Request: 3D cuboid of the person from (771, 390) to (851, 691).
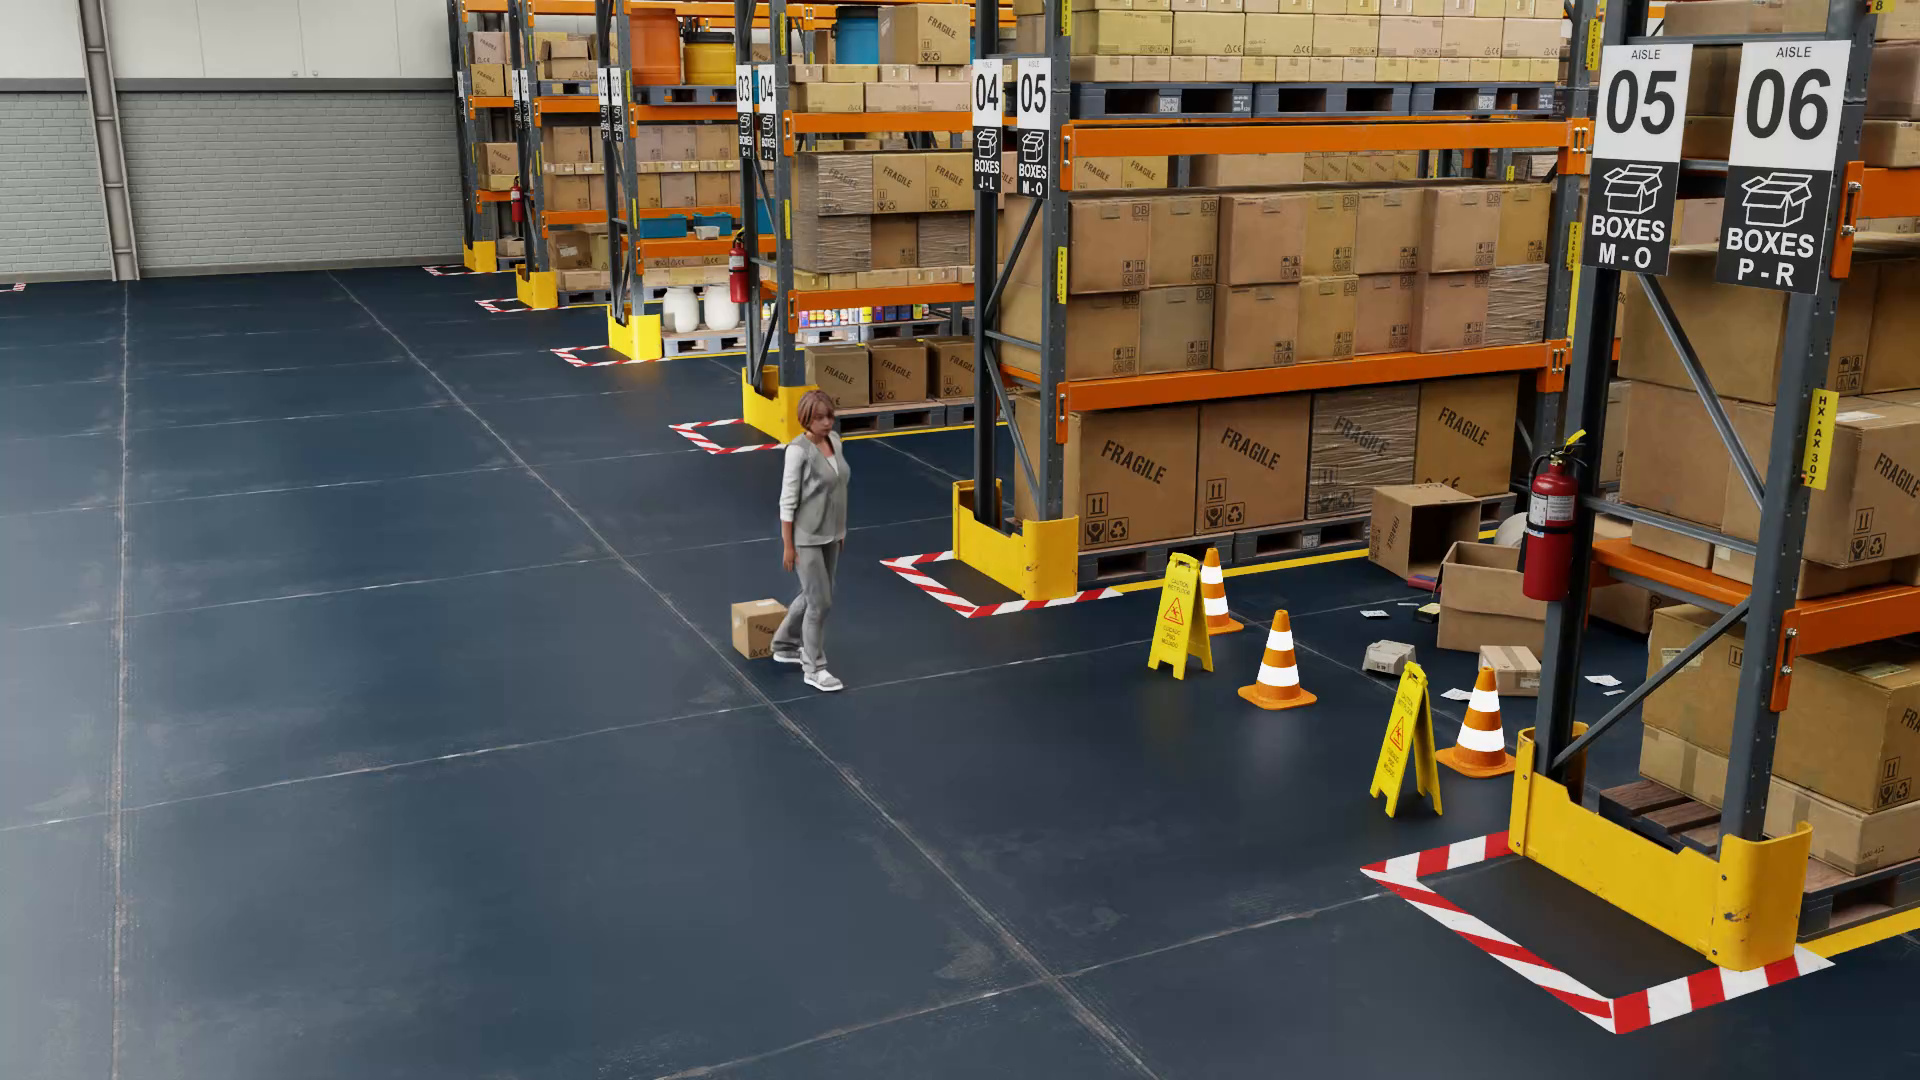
[{"bbox_3d":[-0.805,-0.011,8.609,0.513,1.571,0.470,9,18,29],"label":"person"}]
